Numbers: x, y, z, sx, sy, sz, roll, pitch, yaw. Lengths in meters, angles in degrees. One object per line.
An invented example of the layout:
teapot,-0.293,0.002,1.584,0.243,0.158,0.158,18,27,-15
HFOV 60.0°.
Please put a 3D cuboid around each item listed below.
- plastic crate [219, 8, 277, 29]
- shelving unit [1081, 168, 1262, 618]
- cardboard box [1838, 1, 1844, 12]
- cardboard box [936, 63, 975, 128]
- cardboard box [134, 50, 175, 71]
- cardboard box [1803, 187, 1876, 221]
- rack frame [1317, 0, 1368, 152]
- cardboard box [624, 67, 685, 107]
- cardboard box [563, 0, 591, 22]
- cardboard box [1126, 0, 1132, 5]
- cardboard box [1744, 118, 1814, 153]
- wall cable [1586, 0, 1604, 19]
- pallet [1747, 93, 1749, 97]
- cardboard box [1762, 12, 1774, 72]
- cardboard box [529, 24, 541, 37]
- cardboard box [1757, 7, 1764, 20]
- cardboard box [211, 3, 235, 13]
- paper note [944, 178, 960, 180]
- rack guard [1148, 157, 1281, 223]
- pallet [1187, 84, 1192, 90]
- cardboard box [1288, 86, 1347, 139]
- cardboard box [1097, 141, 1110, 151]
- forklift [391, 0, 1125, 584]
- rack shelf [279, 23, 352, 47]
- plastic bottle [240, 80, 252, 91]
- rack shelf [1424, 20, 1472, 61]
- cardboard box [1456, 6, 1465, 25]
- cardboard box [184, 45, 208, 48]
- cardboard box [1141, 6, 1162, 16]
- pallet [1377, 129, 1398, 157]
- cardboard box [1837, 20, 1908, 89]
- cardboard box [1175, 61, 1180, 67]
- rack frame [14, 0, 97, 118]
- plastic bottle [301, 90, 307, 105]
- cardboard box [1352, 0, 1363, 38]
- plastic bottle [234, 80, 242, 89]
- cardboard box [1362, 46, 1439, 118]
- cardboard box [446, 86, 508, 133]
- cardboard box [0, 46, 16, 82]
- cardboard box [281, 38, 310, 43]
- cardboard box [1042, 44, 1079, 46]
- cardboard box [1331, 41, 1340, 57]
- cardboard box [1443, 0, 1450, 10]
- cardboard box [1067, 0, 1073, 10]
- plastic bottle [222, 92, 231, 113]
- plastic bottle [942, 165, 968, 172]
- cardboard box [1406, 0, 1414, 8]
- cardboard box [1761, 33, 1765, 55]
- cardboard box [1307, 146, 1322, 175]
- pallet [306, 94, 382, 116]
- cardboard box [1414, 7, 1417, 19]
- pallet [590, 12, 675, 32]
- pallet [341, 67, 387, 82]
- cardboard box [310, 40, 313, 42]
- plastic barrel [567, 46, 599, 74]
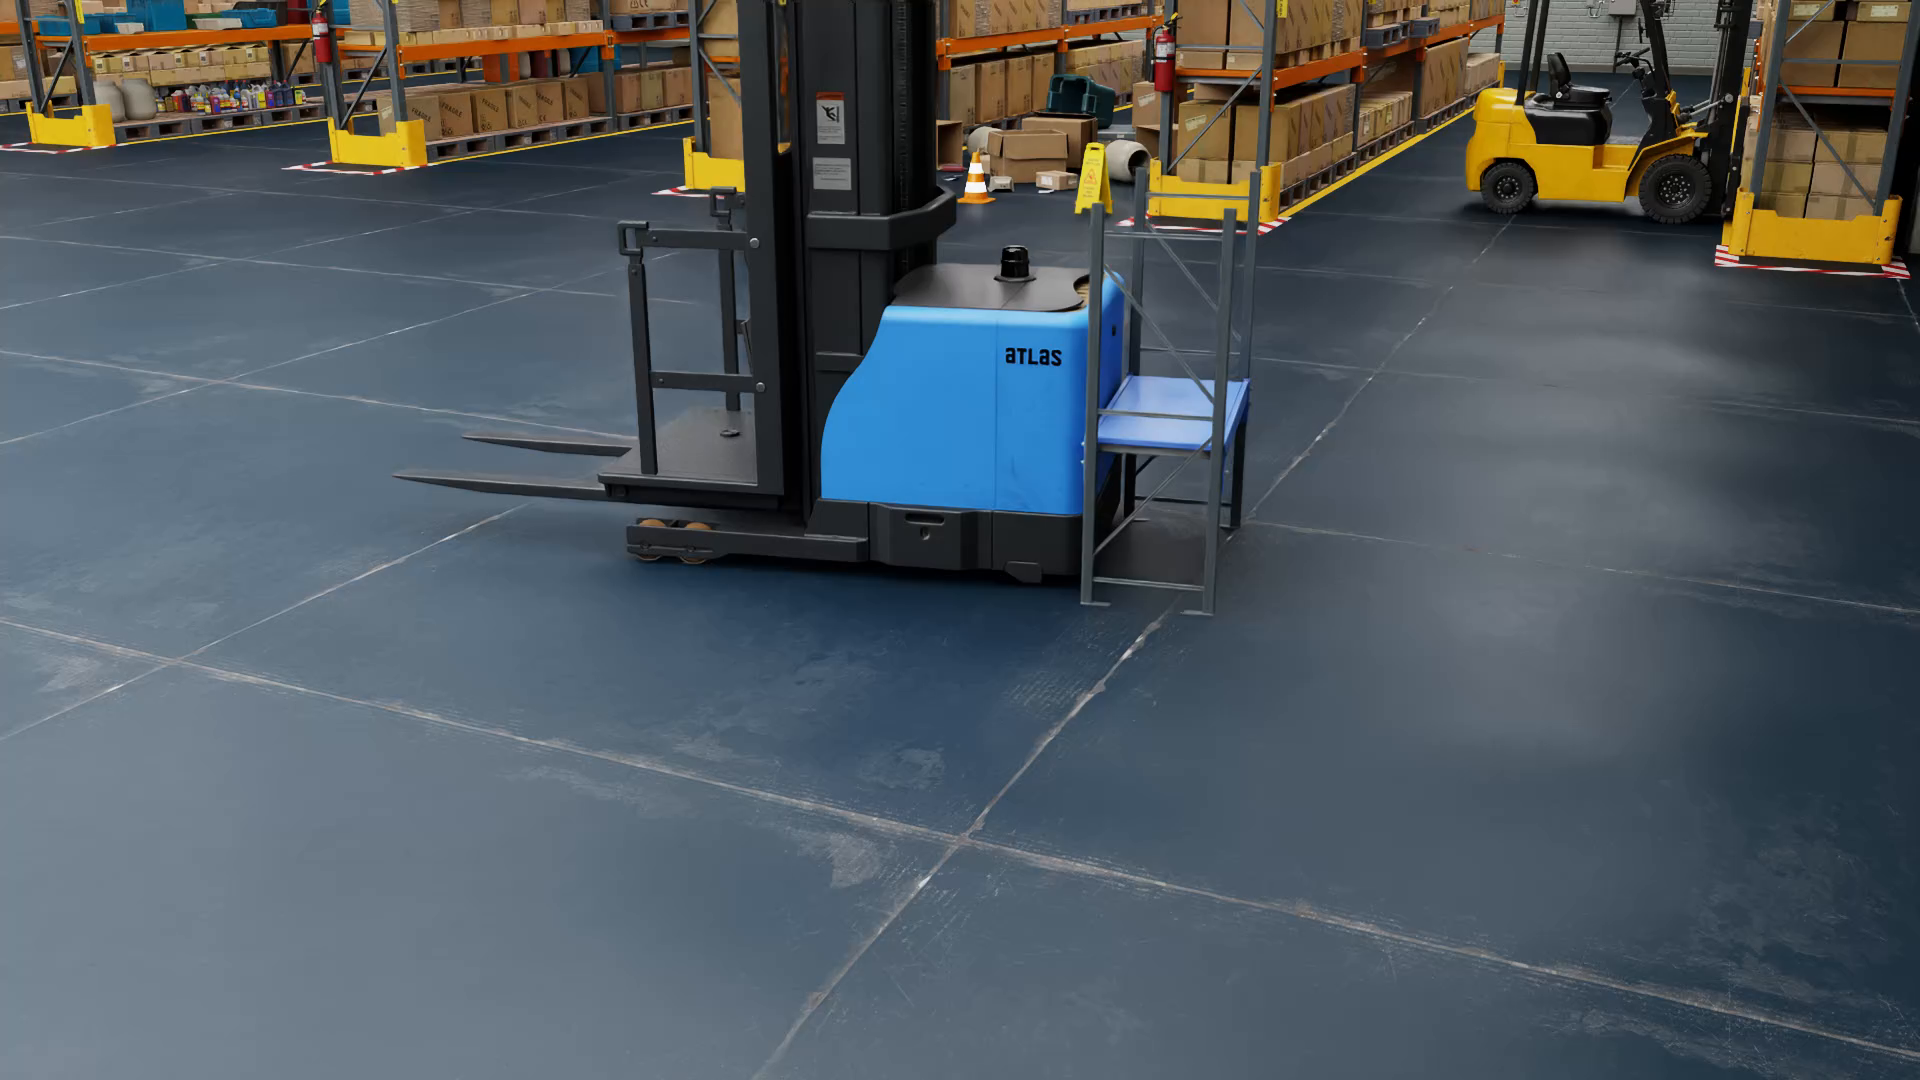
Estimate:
plastic crate,-9.820,-7.203,22.967,0.499,0.251,0.616,9,21,23
shelving unit,0.828,-0.610,6.444,0.538,1.500,1.048,5,20,13
cardboard box,8.133,-4.839,14.983,0.380,0.149,0.250,9,22,24
cardboard box,-0.440,-5.597,20.961,1.050,0.750,0.750,8,21,22
cardboard box,-13.315,-7.898,27.341,0.500,0.311,0.500,8,21,21
cardboard box,7.217,-2.732,13.650,0.500,0.250,0.500,9,21,23
rack frame,3.945,-5.609,18.264,1.000,3.000,0.127,9,21,23
cardboard box,-4.383,-6.497,23.835,0.700,0.500,0.500,7,21,18
cardboard box,-5.336,-7.027,21.658,0.875,0.500,0.500,9,21,23
cardboard box,2.472,-8.478,26.080,0.380,0.149,0.250,8,21,23
cardboard box,6.945,-3.420,14.094,0.500,0.250,0.500,9,21,24
wall cable,12.446,-11.292,32.727,0.588,1.984,0.122,9,21,23
pallet,12.532,-6.645,25.338,1.003,0.211,1.213,9,21,23
cardboard box,7.426,-4.409,14.740,0.500,0.500,0.500,9,21,23
cardboard box,-5.473,-6.369,20.776,0.380,0.149,0.250,9,21,23
cardboard box,10.032,-6.485,20.474,0.380,0.149,0.250,9,21,24
cardboard box,-12.610,-9.121,28.513,0.380,0.149,0.250,9,21,23
paper note,-0.076,-3.868,17.803,0.144,0.017,0.142,18,26,41
rack guard,2.339,-3.232,15.309,1.175,0.500,0.348,9,21,23
pallet,3.405,-7.973,29.074,1.003,0.211,1.213,9,21,23
cardboard box,3.741,-4.491,17.478,0.500,0.500,0.500,9,21,24
cardboard box,1.654,-4.366,18.849,0.258,0.266,0.396,-5,20,-15
forklift,-0.874,-1.449,6.669,3.031,2.935,1.130,4,20,12
rack shelf,-8.795,-7.921,25.838,1.077,0.370,4.000,9,21,23
plastic bottle,-10.192,-6.398,23.779,0.144,0.351,0.185,9,21,23
rack shelf,6.402,-7.104,23.542,1.077,0.370,4.000,9,21,23
cardboard box,7.058,-7.656,24.245,0.500,0.250,0.500,8,21,22
cardboard box,-13.184,-8.437,28.855,0.500,0.311,0.500,8,21,21
cardboard box,3.079,-8.626,27.122,0.380,0.149,0.250,9,22,25
pallet,4.761,-4.907,20.453,1.003,0.211,1.213,9,21,23
cardboard box,7.294,-3.867,13.215,0.500,0.500,0.500,9,22,24
cardboard box,3.601,-8.165,28.635,0.380,0.149,0.250,8,21,22
rack frame,-11.252,-6.425,20.560,1.000,3.000,0.127,9,21,23
plastic bottle,-9.479,-6.383,23.961,0.097,0.201,0.097,0,20,0
cardboard box,3.990,-5.626,17.719,0.500,0.500,0.500,8,21,21
plastic bottle,-10.323,-6.418,23.834,0.144,0.351,0.185,9,22,24
cardboard box,5.942,-6.228,22.549,0.875,0.875,0.875,8,21,22
cardboard box,-5.975,-5.331,20.585,0.500,0.500,0.500,11,22,28
cardboard box,-14.539,-7.108,24.838,0.500,0.500,0.500,9,21,23
cardboard box,-12.306,-9.271,30.515,0.500,0.250,0.500,9,22,25
cardboard box,1.486,-7.408,25.306,0.500,0.250,0.500,9,22,24
cardboard box,3.679,-5.039,17.037,0.380,0.149,0.250,8,21,22
cardboard box,6.444,-7.426,22.851,0.500,0.250,0.500,8,21,22
cardboard box,1.393,-7.669,23.803,0.380,0.149,0.250,8,21,22
plastic bottle,-10.044,-5.994,22.762,0.097,0.271,0.097,0,20,0
plastic bottle,-0.051,-4.127,18.482,0.283,0.061,0.133,1,20,4
cardboard box,5.244,-6.726,20.184,0.500,0.500,0.500,7,21,19
cardboard box,8.443,-5.048,16.911,0.500,0.250,0.500,9,22,24
cardboard box,3.318,-3.821,16.712,0.500,0.250,0.500,10,22,26
pallet,-9.328,-6.580,25.155,1.003,0.211,1.213,9,21,23
cardboard box,5.447,-6.528,20.596,0.380,0.149,0.250,7,21,20
pallet,-4.650,-7.092,22.720,1.003,0.211,1.213,9,21,23
pallet,-11.653,-8.833,31.490,1.003,0.211,1.213,9,21,23
cardboard box,-12.113,-9.058,31.035,0.500,0.500,0.500,8,21,21
plastic barrel,-6.867,-8.923,30.086,0.600,0.901,0.708,9,21,23
